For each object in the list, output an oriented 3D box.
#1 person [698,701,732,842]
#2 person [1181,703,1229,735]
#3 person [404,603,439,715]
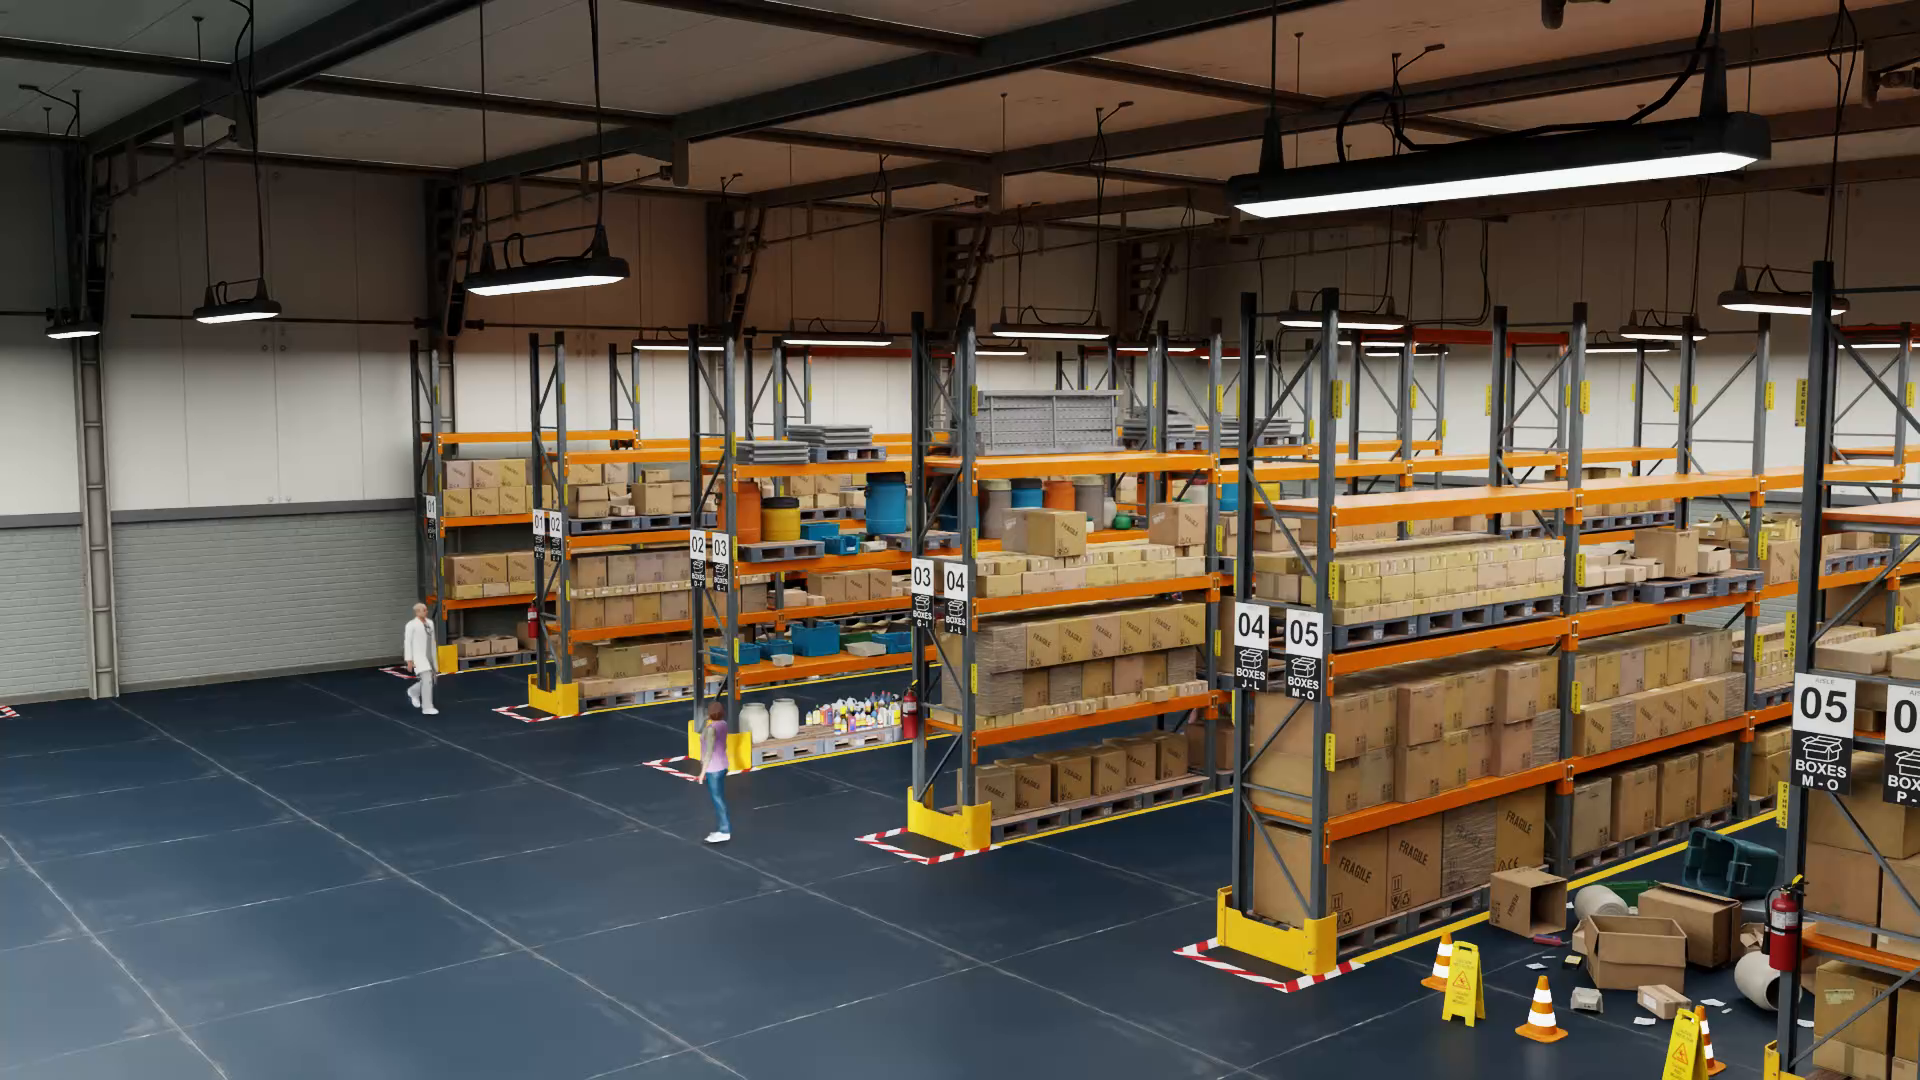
[{"bbox_3d":[-2.772,2.629,18.877,0.357,1.621,0.481,1,5,10],"label":"person"},{"bbox_3d":[3.653,2.100,24.274,1.039,1.610,0.430,-5,7,-42],"label":"person"},{"bbox_3d":[-8.530,1.860,26.258,0.891,1.741,0.651,3,6,32],"label":"person"}]
